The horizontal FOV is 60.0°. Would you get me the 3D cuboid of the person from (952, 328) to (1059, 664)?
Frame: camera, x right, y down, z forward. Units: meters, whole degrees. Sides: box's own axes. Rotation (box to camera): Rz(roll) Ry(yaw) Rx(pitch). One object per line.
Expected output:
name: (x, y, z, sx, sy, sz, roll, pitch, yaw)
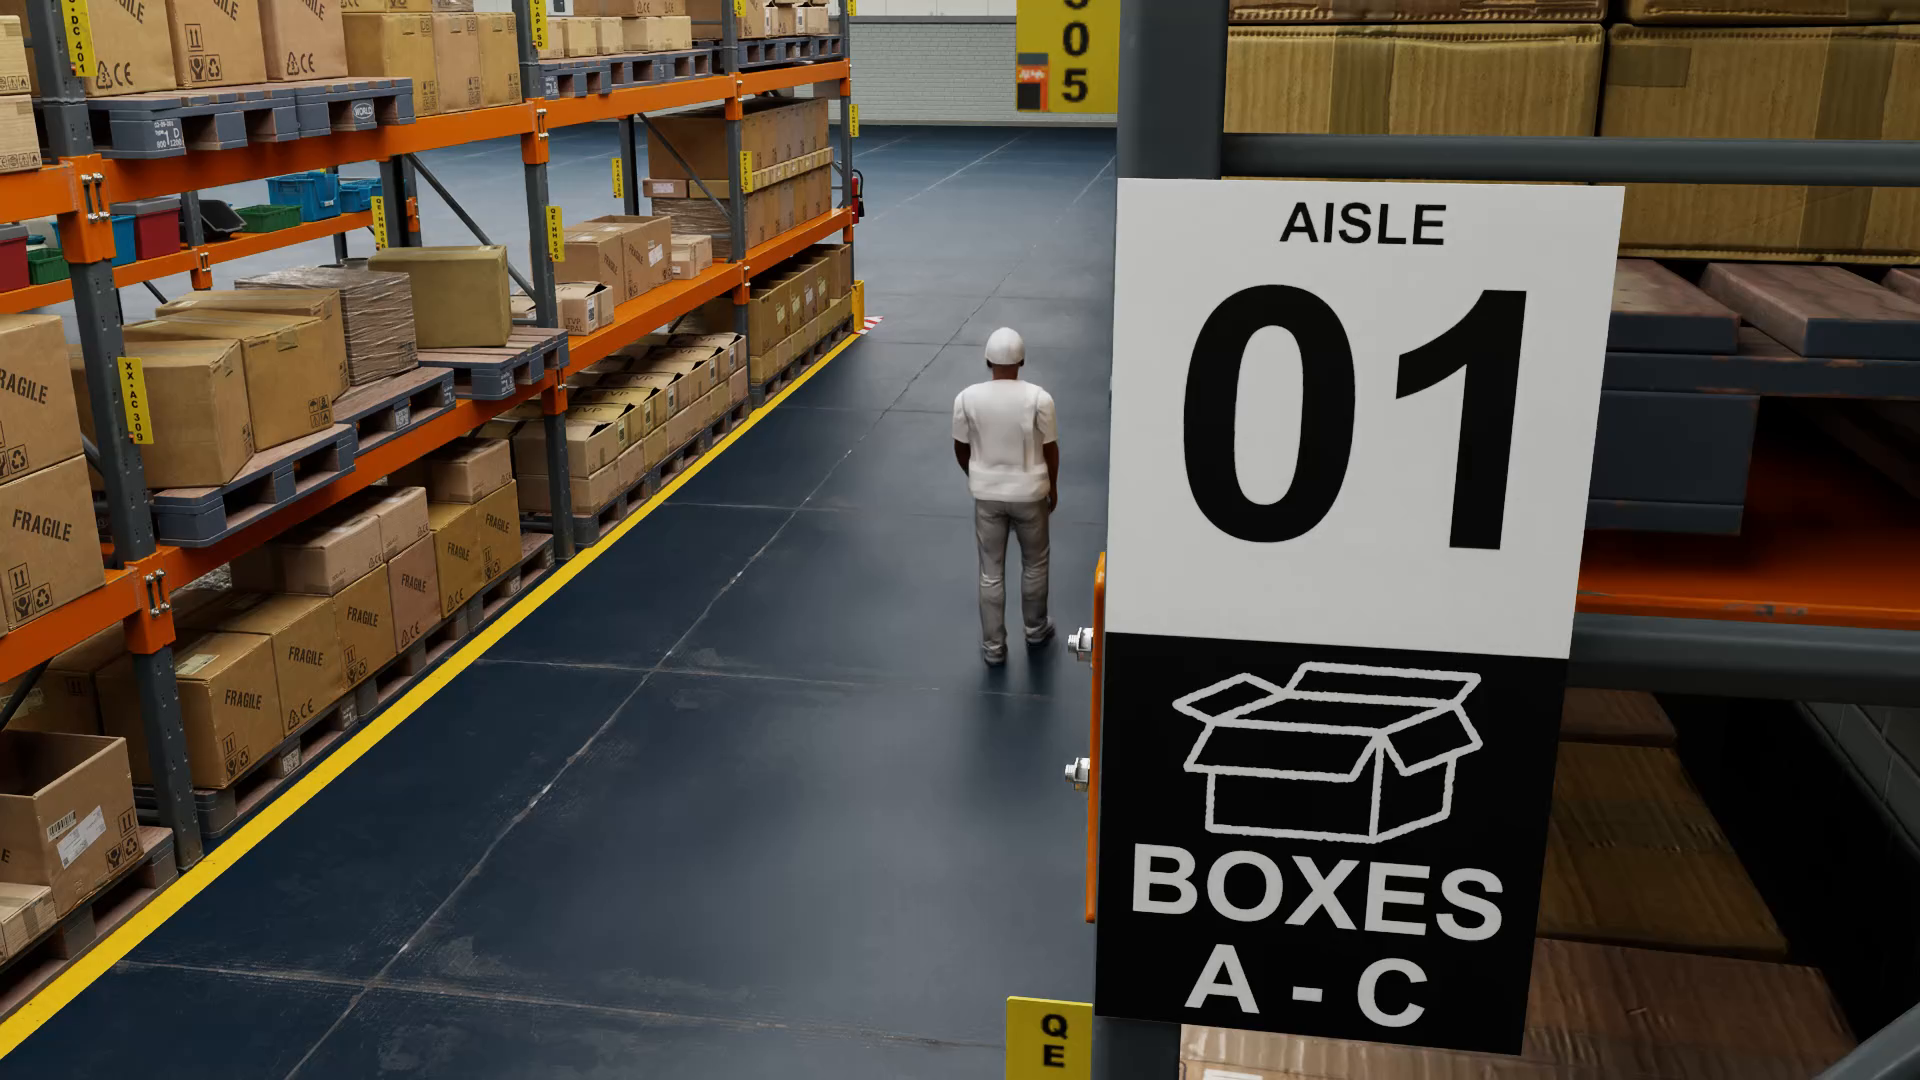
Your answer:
person: (0.253, -0.269, 8.812, 0.564, 1.764, 0.636, 3, 18, 9)
